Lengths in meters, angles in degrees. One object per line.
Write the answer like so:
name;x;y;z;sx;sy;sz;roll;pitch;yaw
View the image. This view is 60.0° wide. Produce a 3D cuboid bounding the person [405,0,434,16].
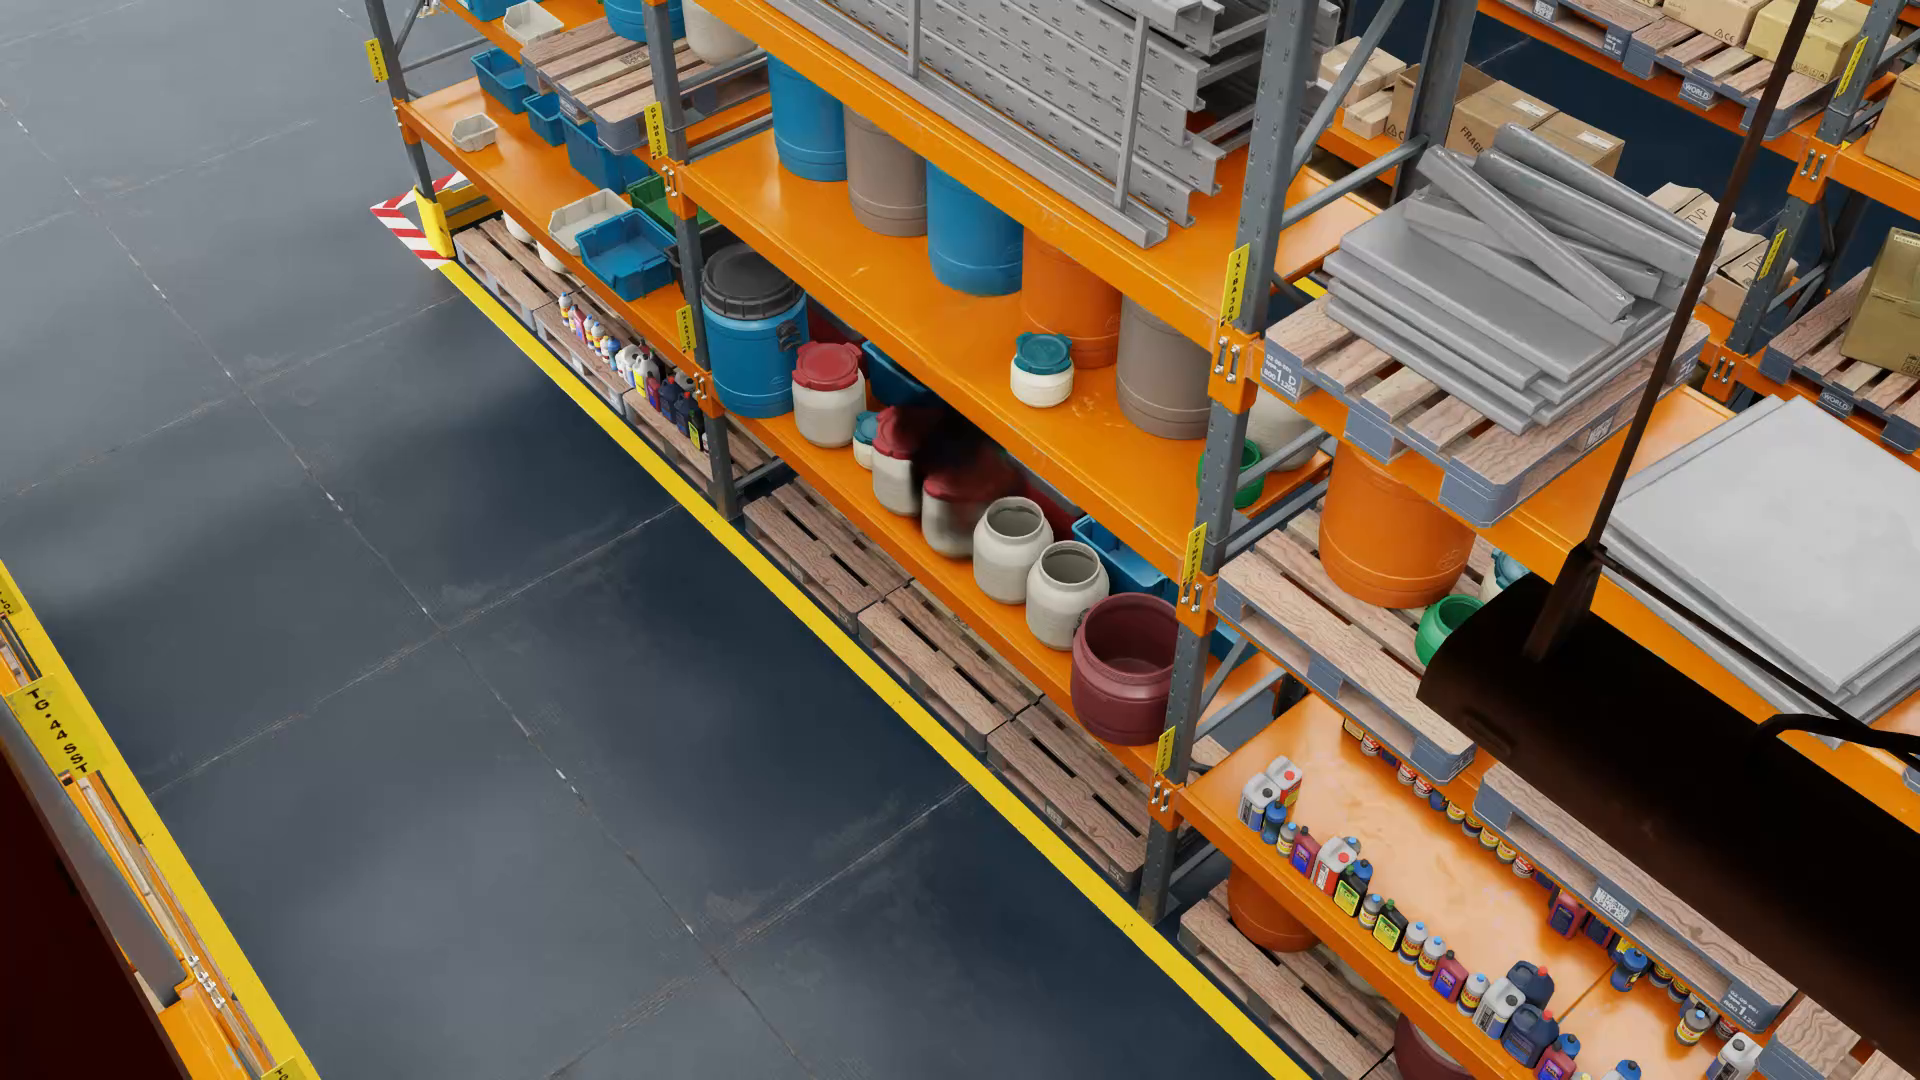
person;-5.193;-5.444;15.066;0.545;1.559;0.566;-8;47;-7
